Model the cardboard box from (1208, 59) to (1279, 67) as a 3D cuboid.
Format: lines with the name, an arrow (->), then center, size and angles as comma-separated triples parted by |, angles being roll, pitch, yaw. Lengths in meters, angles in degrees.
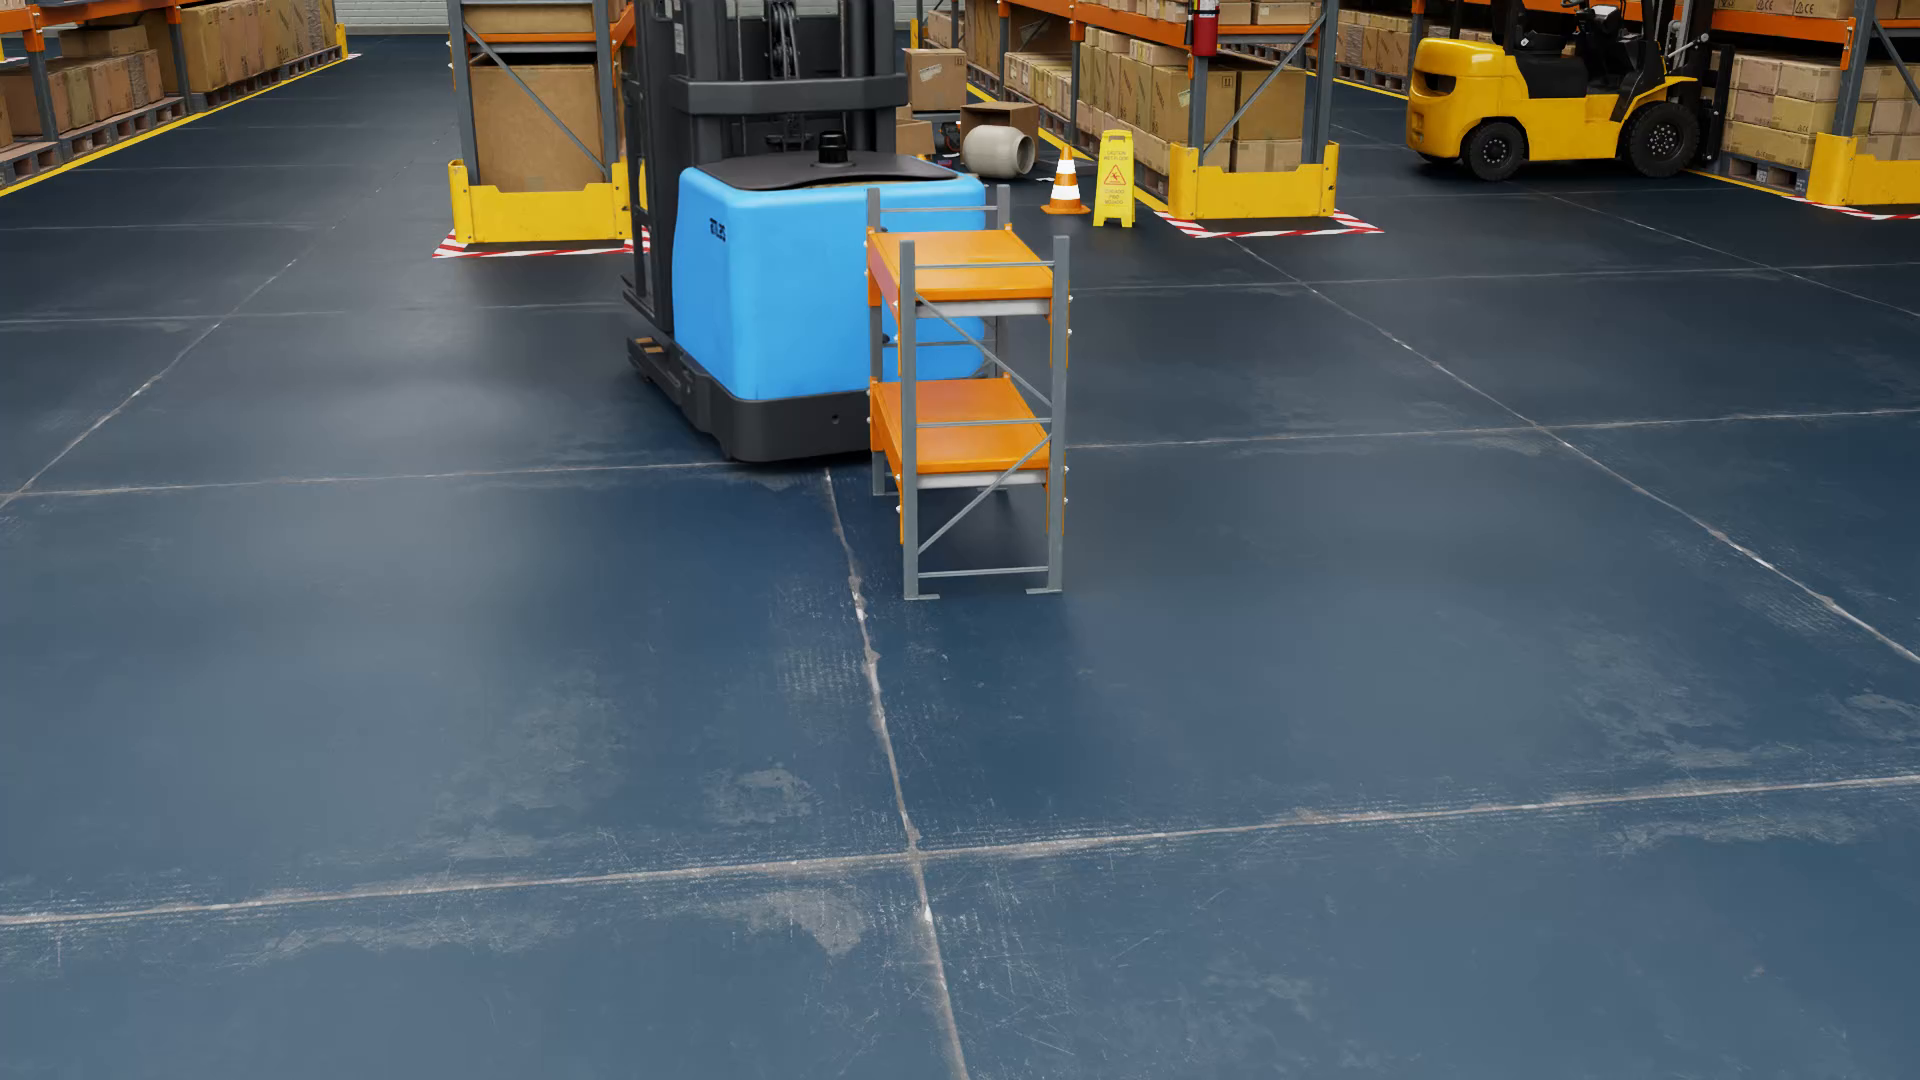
cardboard box -> 2.186, -3.479, 13.001 | 0.500, 0.500, 0.500 | -4, 21, -10

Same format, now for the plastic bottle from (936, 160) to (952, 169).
plastic bottle -> -0.134, -3.204, 14.207 | 0.133, 0.061, 0.283 | 1, 20, 2

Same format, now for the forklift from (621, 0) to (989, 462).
forklift -> -0.919, -2.148, 7.277 | 1.130, 2.935, 3.031 | -8, 22, -21

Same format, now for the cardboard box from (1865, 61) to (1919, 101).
cardboard box -> 7.142, -3.541, 12.811 | 0.500, 0.250, 0.500 | -3, 21, -9

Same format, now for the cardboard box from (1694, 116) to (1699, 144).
cardboard box -> 6.421, -3.569, 14.314 | 0.500, 0.250, 0.500 | -2, 21, -6

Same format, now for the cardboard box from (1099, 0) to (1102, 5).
cardboard box -> 1.420, -4.703, 14.381 | 0.380, 0.149, 0.250 | -3, 21, -8

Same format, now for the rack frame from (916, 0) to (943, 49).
rack frame -> -0.194, -9.276, 26.266 | 1.000, 3.000, 0.127 | -3, 21, -8

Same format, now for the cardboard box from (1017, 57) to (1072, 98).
cardboard box -> 1.145, -5.021, 18.028 | 0.950, 0.372, 0.625 | -3, 21, -9

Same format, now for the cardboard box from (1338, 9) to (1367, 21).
cardboard box -> 5.300, -7.061, 22.379 | 0.380, 0.149, 0.250 | -3, 21, -9

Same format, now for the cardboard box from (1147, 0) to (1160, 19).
cardboard box -> 1.618, -3.997, 12.491 | 0.380, 0.149, 0.250 | -3, 21, -7

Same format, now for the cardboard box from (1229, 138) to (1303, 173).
cardboard box -> 2.270, -2.939, 12.627 | 0.500, 0.250, 0.500 | -3, 21, -8

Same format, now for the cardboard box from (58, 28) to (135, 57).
cardboard box -> -8.635, -4.980, 16.634 | 0.500, 0.250, 0.500 | -1, 20, -2

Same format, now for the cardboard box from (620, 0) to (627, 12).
cardboard box -> -3.181, -4.591, 13.506 | 0.875, 0.550, 0.550 | -3, 21, -8

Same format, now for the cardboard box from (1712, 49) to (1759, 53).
cardboard box -> 6.421, -4.036, 14.135 | 0.500, 0.250, 0.500 | -3, 21, -9

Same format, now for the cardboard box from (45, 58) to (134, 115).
cardboard box -> -8.550, -4.424, 16.217 | 0.700, 0.500, 0.500 | -1, 21, -3

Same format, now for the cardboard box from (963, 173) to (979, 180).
cardboard box -> -0.075, -2.753, 12.874 | 0.380, 0.149, 0.250 | 8, 22, 20

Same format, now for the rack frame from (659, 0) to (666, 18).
rack frame -> -5.078, -8.992, 25.504 | 1.000, 3.000, 0.127 | -3, 21, -8

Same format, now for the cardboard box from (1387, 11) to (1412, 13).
cardboard box -> 5.861, -6.914, 21.986 | 0.380, 0.149, 0.250 | -3, 21, -7

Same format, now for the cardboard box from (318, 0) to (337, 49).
cardboard box -> -9.829, -7.760, 24.644 | 0.875, 0.875, 0.875 | -3, 21, -8

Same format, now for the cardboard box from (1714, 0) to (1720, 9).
cardboard box -> 6.470, -4.723, 13.933 | 0.500, 0.500, 0.500 | -3, 21, -7

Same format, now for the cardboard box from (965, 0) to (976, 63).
cardboard box -> 0.551, -6.882, 22.292 | 0.875, 0.875, 0.875 | -2, 21, -6

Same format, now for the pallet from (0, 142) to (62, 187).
pallet -> -8.139, -3.085, 13.674 | 1.003, 0.211, 1.213 | -3, 21, -8

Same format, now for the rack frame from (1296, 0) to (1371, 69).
rack frame -> 5.294, -8.143, 23.232 | 1.000, 3.000, 0.127 | -3, 21, -8

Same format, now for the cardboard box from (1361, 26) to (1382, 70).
cardboard box -> 5.457, -6.274, 21.201 | 0.500, 0.500, 0.500 | -2, 21, -5

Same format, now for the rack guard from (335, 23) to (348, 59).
rack guard -> -10.004, -7.614, 25.387 | 1.175, 0.500, 0.348 | -3, 21, -8

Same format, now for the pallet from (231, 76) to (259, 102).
pallet -> -9.059, -5.399, 19.869 | 1.003, 0.211, 1.213 | -3, 21, -8

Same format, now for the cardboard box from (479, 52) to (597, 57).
cardboard box -> -3.064, -3.189, 12.405 | 0.875, 0.875, 0.875 | -3, 21, -9

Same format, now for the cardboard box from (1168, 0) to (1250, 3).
cardboard box -> 1.761, -4.097, 11.830 | 0.500, 0.500, 0.500 | -3, 21, -9

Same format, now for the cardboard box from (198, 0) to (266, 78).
cardboard box -> -9.182, -6.063, 20.099 | 1.225, 0.875, 0.875 | -4, 21, -10

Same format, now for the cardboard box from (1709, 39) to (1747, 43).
cardboard box -> 6.797, -4.415, 15.151 | 0.500, 0.250, 0.500 | -3, 21, -9

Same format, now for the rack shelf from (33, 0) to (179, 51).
rack shelf -> -8.559, -4.977, 15.784 | 1.077, 0.370, 4.000 | -3, 21, -8

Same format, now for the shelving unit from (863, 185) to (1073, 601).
shelving unit -> -0.001, -0.529, 5.526 | 0.538, 1.125, 1.048 | -3, 21, -8

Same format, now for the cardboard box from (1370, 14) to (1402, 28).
cardboard box -> 5.455, -6.612, 21.179 | 0.380, 0.149, 0.250 | -3, 21, -9

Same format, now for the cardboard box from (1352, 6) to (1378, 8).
cardboard box -> 5.632, -7.360, 23.180 | 0.380, 0.149, 0.250 | -4, 21, -10

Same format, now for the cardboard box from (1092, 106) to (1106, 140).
cardboard box -> 1.442, -3.628, 14.473 | 0.500, 0.250, 0.500 | -2, 21, -5

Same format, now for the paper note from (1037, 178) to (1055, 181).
paper note -> 0.714, -2.950, 13.571 | 0.142, 0.019, 0.148 | -11, 23, -26

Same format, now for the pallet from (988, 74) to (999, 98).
pallet -> 0.920, -5.477, 20.079 | 1.003, 0.211, 1.213 | -3, 21, -8

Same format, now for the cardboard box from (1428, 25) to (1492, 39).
cardboard box -> 5.947, -5.626, 19.286 | 0.875, 0.625, 0.625 | -2, 21, -6

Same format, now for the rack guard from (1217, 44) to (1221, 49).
rack guard -> 4.728, -8.331, 27.307 | 1.175, 0.500, 0.348 | -3, 21, -8

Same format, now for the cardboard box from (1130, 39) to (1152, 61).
cardboard box -> 1.550, -3.867, 13.113 | 0.380, 0.149, 0.250 | -2, 21, -5

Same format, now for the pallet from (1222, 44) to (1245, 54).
pallet -> 4.844, -7.919, 26.618 | 1.003, 0.211, 1.213 | -3, 21, -8

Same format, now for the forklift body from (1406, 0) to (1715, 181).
forklift body -> 4.945, -4.155, 13.768 | 2.313, 2.155, 1.214 | -3, 21, -8

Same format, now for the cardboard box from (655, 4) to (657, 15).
cardboard box -> -4.144, -6.739, 21.372 | 0.500, 0.250, 0.500 | -3, 21, -9

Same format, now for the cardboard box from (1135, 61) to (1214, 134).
cardboard box -> 1.660, -3.441, 12.901 | 0.500, 0.500, 0.500 | -2, 21, -6

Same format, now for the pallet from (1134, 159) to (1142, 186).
pallet -> 1.847, -3.161, 13.879 | 1.003, 0.211, 1.213 | -3, 21, -8

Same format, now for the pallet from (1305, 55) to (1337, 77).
pallet -> 5.448, -6.557, 22.971 | 1.003, 0.211, 1.213 | -3, 21, -8

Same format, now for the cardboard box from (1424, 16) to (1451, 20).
cardboard box -> 5.977, -6.460, 20.769 | 0.380, 0.149, 0.250 | -3, 21, -7

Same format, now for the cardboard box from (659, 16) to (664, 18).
cardboard box -> -4.540, -7.605, 24.415 | 0.380, 0.149, 0.250 | -2, 21, -6

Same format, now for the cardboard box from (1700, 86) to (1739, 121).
cardboard box -> 6.487, -3.636, 13.779 | 0.500, 0.250, 0.500 | -3, 21, -9

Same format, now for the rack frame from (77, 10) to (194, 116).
rack frame -> -8.847, -6.007, 17.512 | 1.000, 3.000, 0.127 | -3, 21, -8
